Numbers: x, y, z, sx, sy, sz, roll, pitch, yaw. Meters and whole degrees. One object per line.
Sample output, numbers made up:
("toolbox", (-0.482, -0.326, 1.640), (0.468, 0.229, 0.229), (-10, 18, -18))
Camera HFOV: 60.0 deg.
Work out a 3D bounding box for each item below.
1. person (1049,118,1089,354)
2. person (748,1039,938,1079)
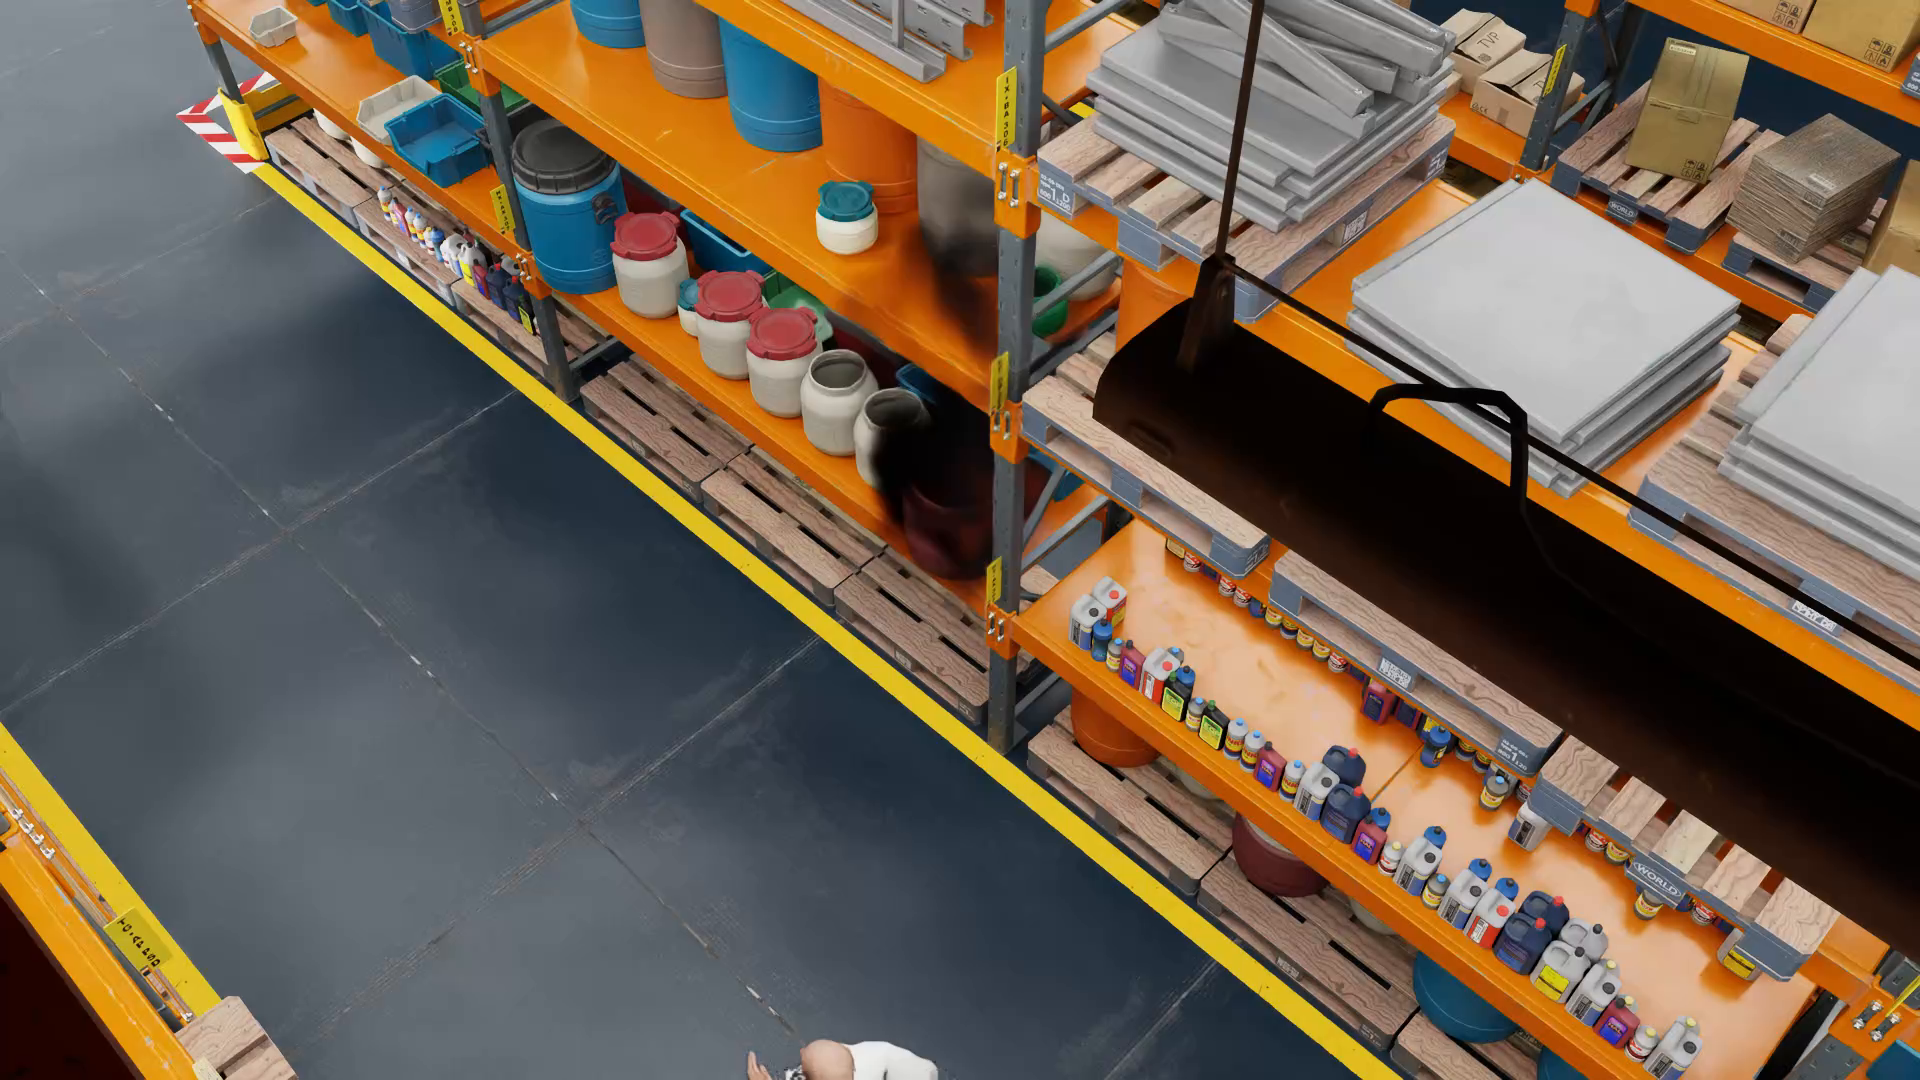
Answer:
("person", (0.605, -1.862, 10.501), (0.591, 1.738, 0.730), (-36, 59, -26))
("person", (-0.516, 2.440, 6.786), (0.975, 1.820, 0.695), (27, 55, 21))
